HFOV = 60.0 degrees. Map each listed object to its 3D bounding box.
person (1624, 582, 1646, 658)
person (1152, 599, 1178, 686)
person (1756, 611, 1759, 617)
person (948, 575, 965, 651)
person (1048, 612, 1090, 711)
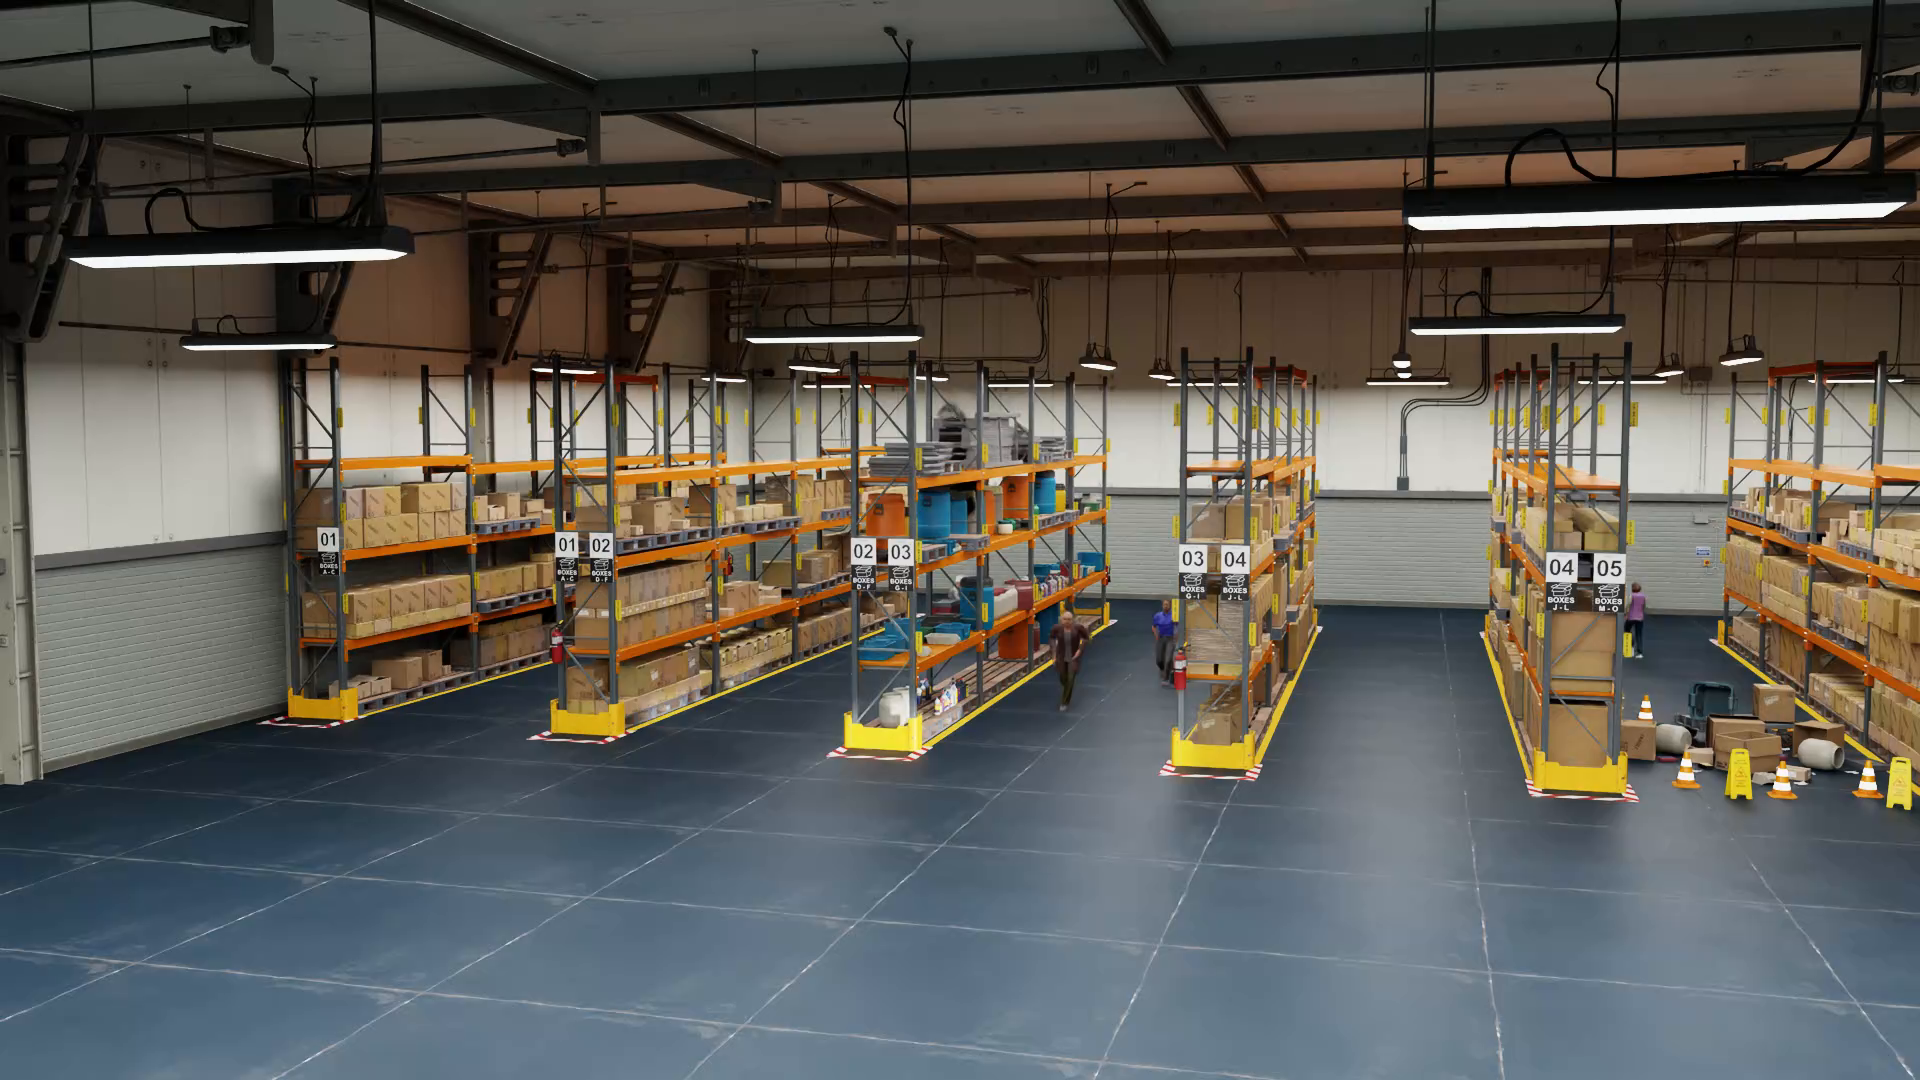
[{"bbox_3d":[14.002,1.682,34.537,0.504,1.558,0.732,0,4,1],"label":"person"},{"bbox_3d":[3.875,1.909,31.184,0.563,1.609,0.589,1,4,12],"label":"person"},{"bbox_3d":[18.991,1.269,39.129,0.791,1.731,0.714,0,4,-5],"label":"person"},{"bbox_3d":[0.124,1.556,35.754,0.700,1.651,0.971,2,4,21],"label":"person"},{"bbox_3d":[1.883,2.063,28.740,0.713,1.727,0.893,0,4,5],"label":"person"}]
